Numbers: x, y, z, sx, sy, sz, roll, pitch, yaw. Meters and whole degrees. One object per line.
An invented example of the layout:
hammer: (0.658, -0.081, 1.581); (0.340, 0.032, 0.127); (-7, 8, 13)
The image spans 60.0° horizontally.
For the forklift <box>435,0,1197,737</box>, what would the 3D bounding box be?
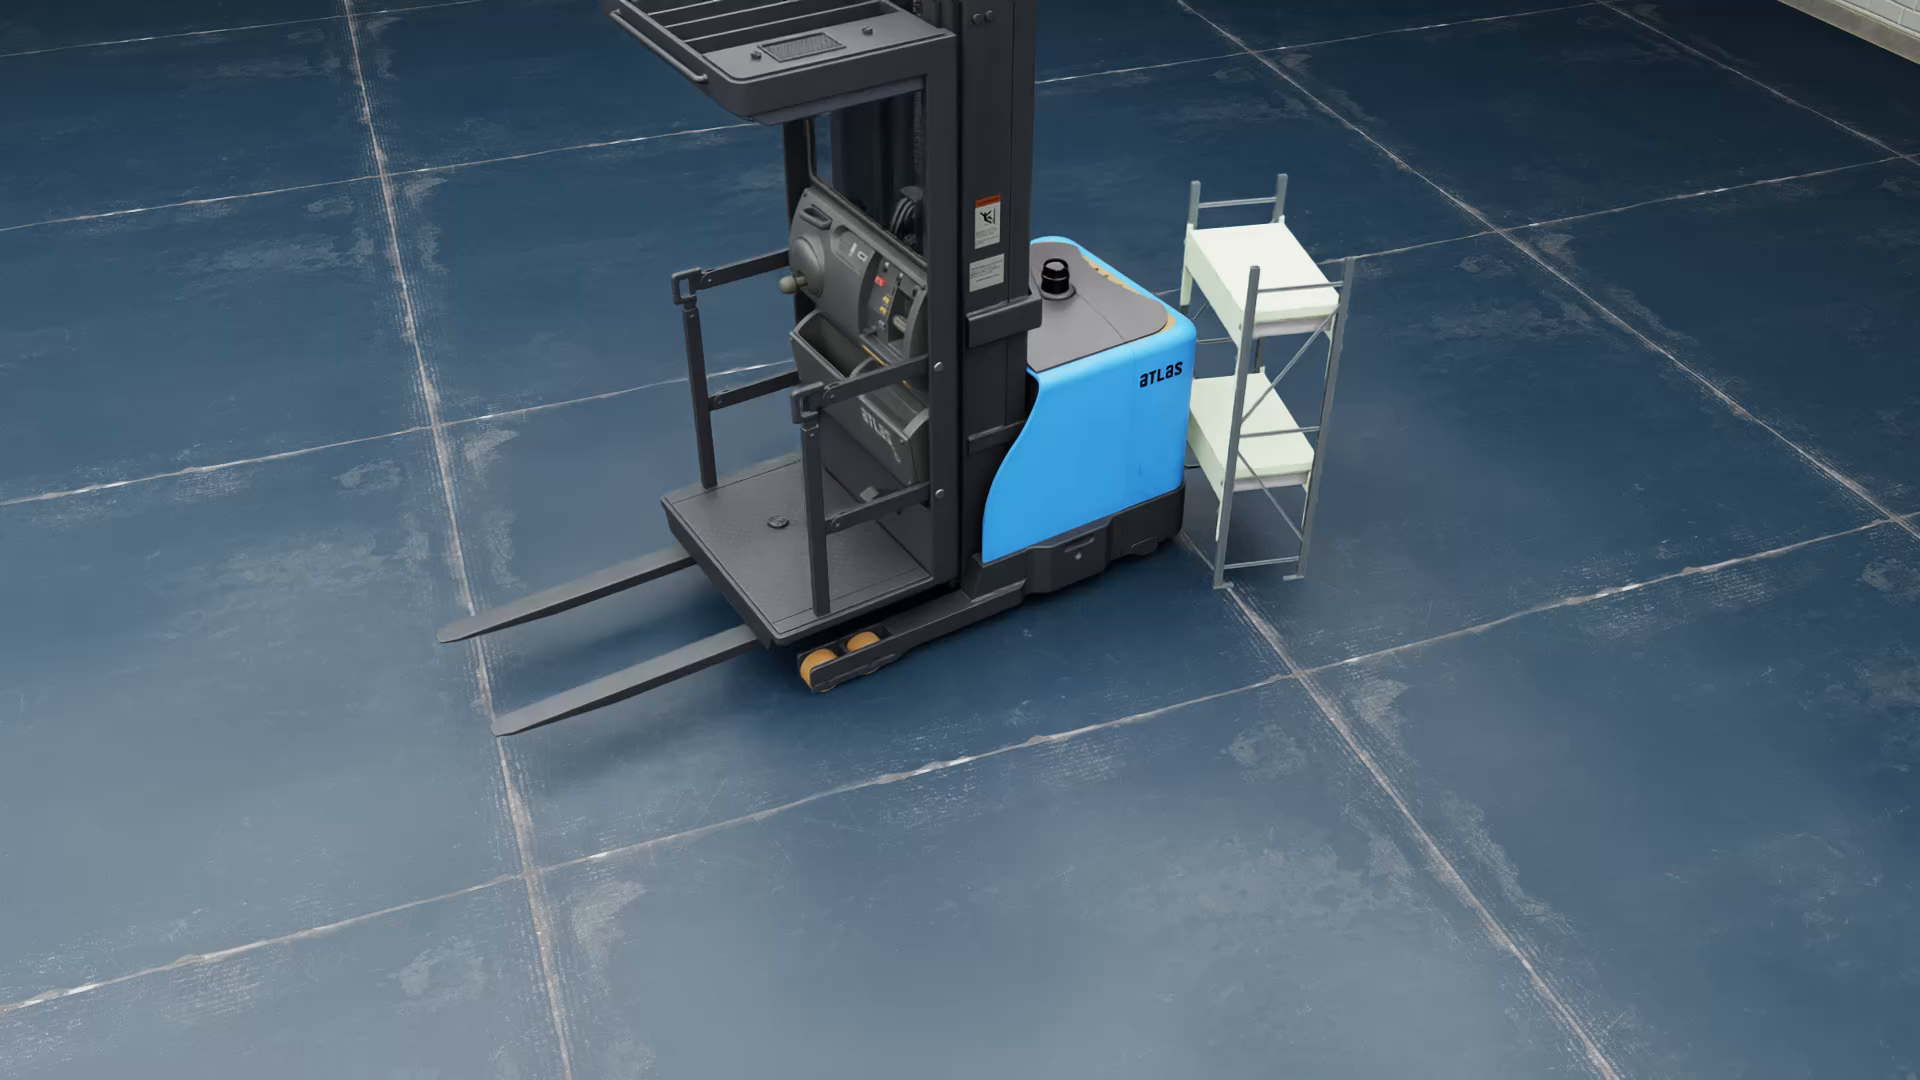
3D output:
forklift: (-0.561, -0.944, 6.068); (3.031, 2.935, 1.130); (-21, 42, -25)

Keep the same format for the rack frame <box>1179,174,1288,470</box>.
rack frame: (1.123, -0.854, 7.136); (0.400, 1.500, 0.023); (-6, 37, -9)

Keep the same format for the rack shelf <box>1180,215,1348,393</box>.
rack shelf: (1.192, -0.949, 6.614); (0.431, 0.370, 0.720); (-6, 37, -9)

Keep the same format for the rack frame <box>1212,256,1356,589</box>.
rack frame: (1.259, -0.421, 6.562); (0.400, 1.500, 0.023); (-6, 37, -9)

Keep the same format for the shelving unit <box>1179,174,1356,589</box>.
shelving unit: (1.191, -0.638, 6.849); (0.431, 1.500, 0.755); (-6, 37, -9)

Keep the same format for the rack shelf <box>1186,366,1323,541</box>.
rack shelf: (1.191, -0.377, 7.045); (0.431, 0.370, 0.720); (-6, 37, -9)
